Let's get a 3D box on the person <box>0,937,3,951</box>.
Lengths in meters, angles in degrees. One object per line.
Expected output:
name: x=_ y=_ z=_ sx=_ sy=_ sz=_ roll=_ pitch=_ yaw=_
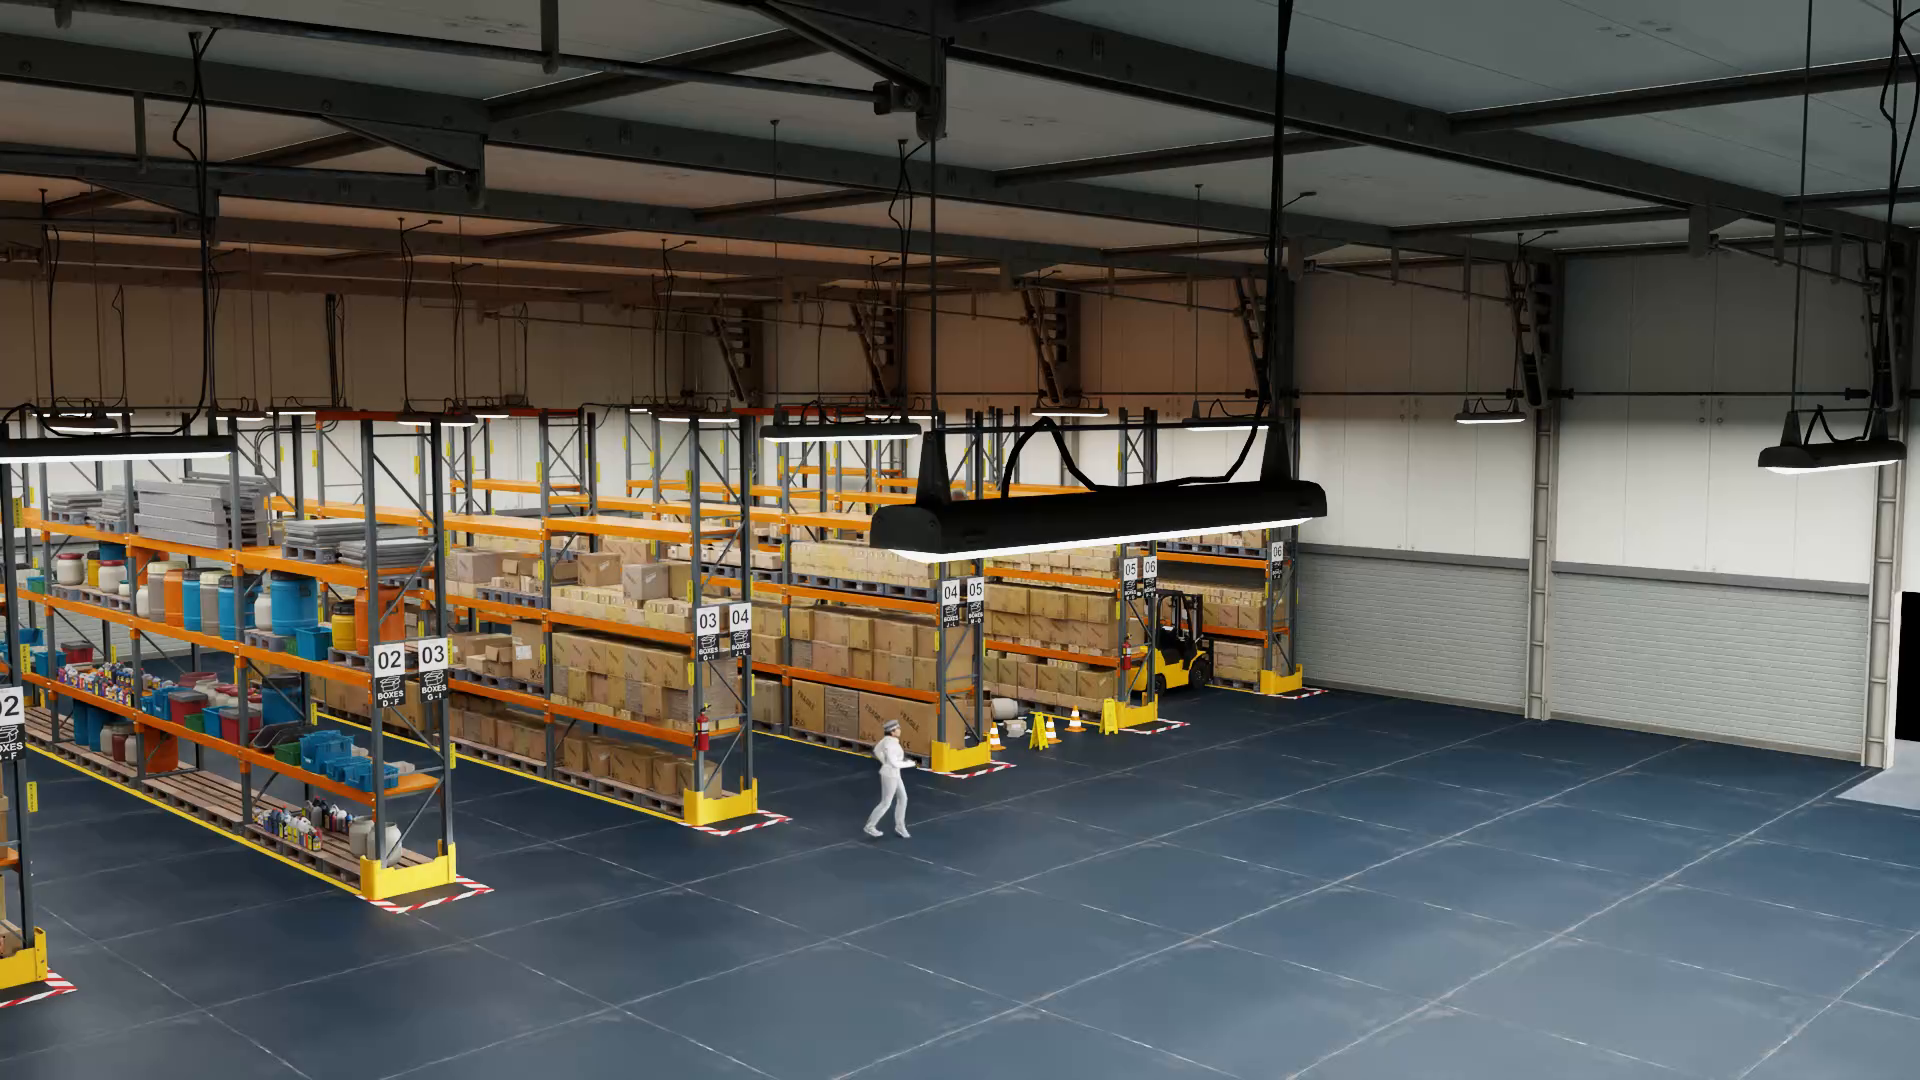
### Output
person: x=-9.768 y=4.045 z=16.379 sx=0.598 sy=1.687 sz=0.716 roll=0 pitch=5 yaw=-3

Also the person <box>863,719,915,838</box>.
person: x=-1.003 y=3.411 z=23.611 sx=0.745 sy=1.769 sz=0.631 roll=0 pitch=5 yaw=-4
